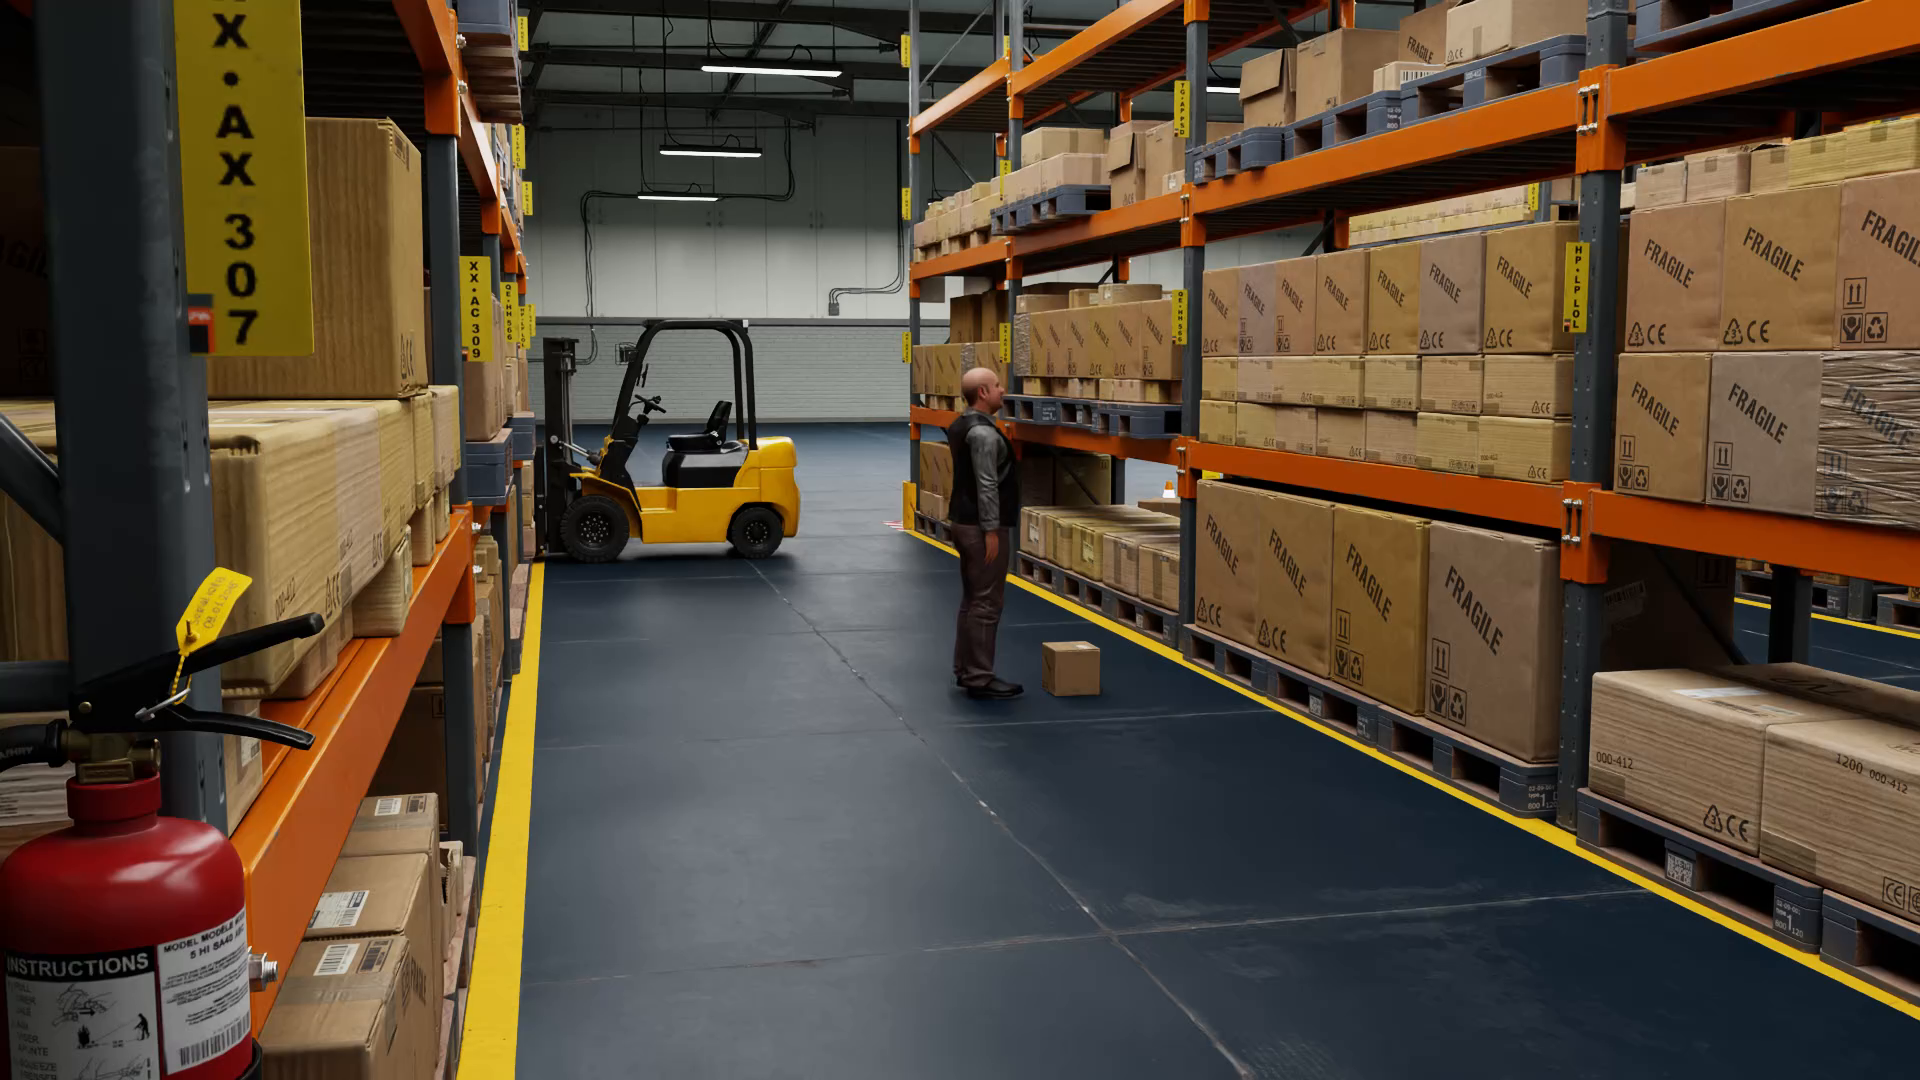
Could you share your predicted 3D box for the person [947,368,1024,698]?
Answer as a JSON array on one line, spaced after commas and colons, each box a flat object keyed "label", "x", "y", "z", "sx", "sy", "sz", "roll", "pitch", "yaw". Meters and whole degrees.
[{"label": "person", "x": 0.131, "y": -0.035, "z": 8.792, "sx": 0.364, "sy": 1.742, "sz": 0.559, "roll": -1, "pitch": 6, "yaw": -13}]
